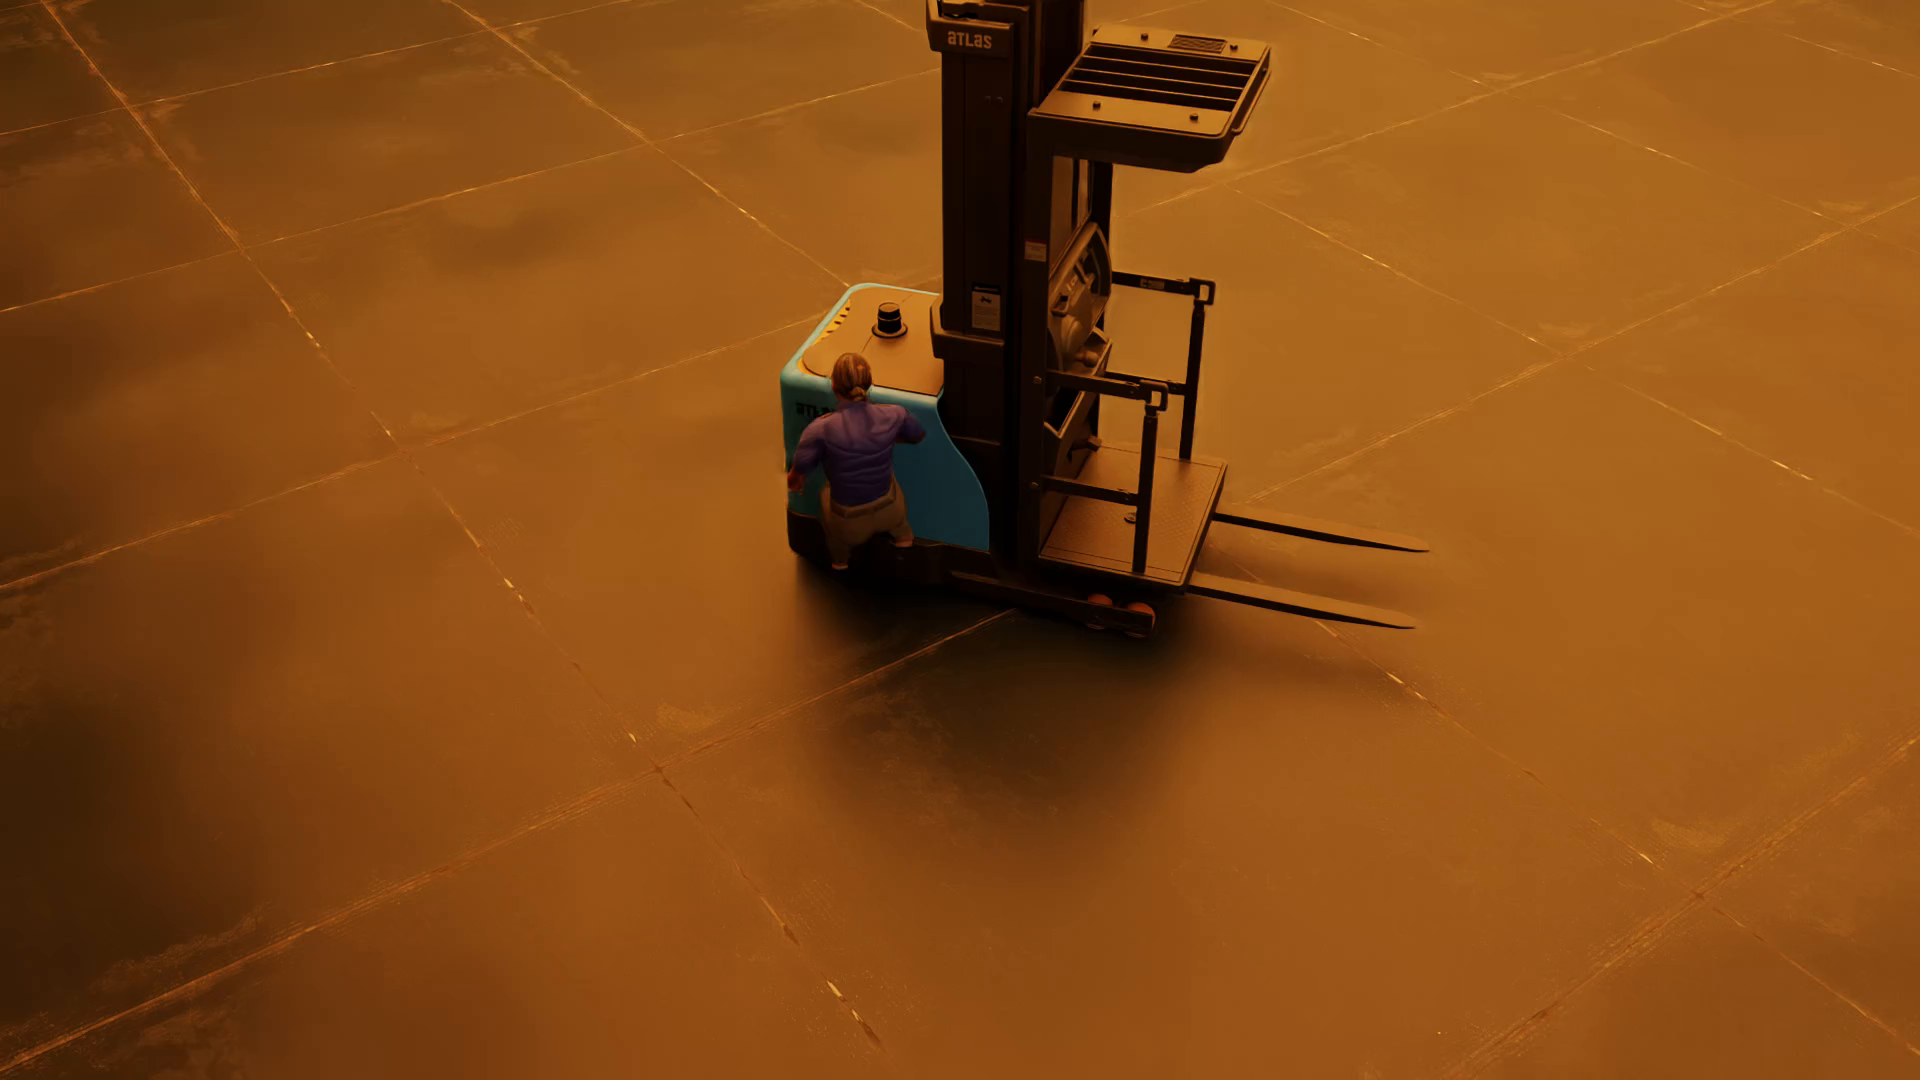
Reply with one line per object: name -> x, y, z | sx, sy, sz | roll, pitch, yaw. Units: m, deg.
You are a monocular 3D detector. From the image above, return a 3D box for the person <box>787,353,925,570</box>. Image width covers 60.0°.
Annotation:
person -> -0.511, -0.340, 7.624 | 0.721, 1.393, 0.800 | -14, 39, -18

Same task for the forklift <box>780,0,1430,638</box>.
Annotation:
forklift -> 0.724, -1.077, 7.401 | 3.031, 2.935, 1.130 | 11, 38, 15
